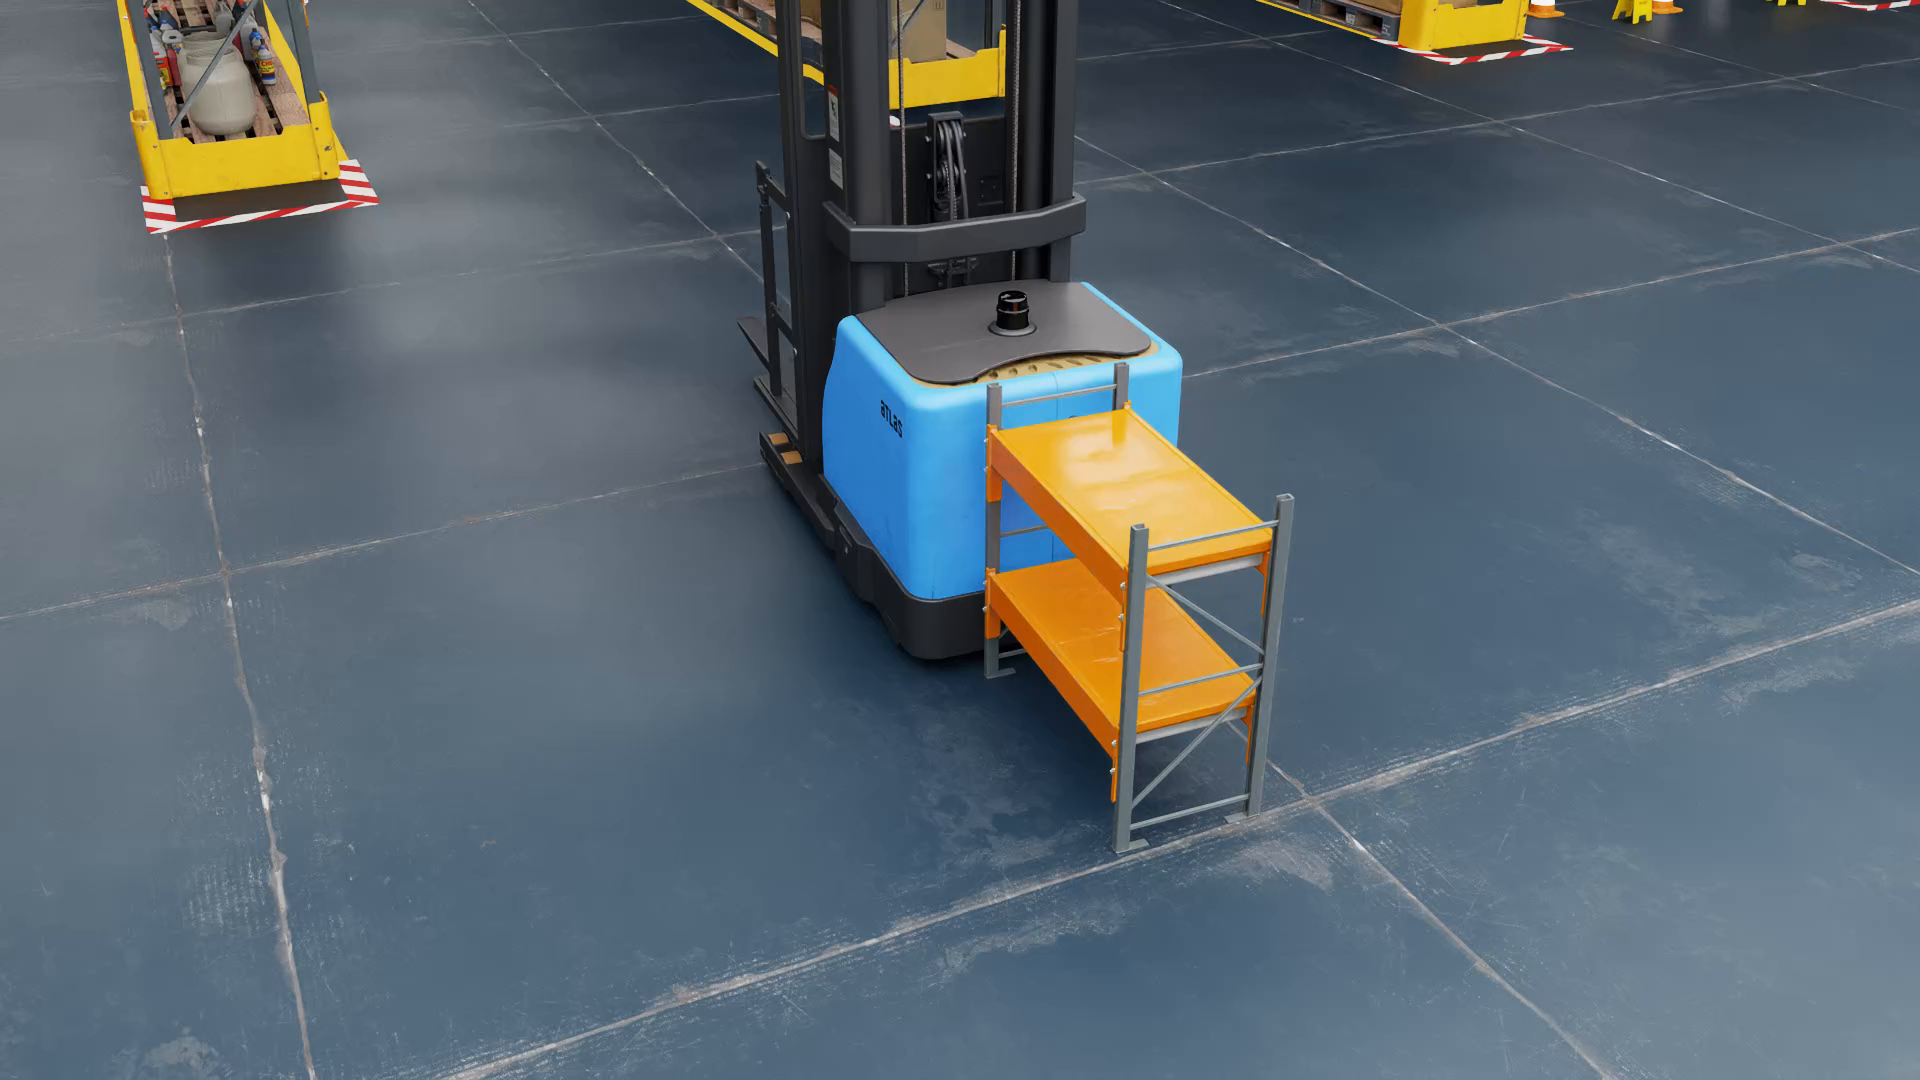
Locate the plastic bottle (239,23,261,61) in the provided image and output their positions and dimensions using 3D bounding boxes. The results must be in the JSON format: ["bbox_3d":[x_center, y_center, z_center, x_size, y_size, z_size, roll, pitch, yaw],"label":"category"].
[{"bbox_3d":[-5.524,-3.892,12.959,0.152,0.276,0.135,-12,32,-21],"label":"plastic bottle"}]

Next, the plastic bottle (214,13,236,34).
[{"bbox_3d":[-5.852,-4.065,13.267,0.152,0.276,0.135,-13,32,-22],"label":"plastic bottle"}]

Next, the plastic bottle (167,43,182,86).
[{"bbox_3d":[-5.803,-3.511,12.272,0.061,0.283,0.133,-13,32,-22],"label":"plastic bottle"}]

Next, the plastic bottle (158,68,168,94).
[{"bbox_3d":[-5.815,-3.336,12.043,0.097,0.201,0.097,0,29,0],"label":"plastic bottle"}]

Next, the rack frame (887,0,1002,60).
[{"bbox_3d":[-0.157,-4.685,12.038,1.000,3.000,0.127,-13,32,-22],"label":"rack frame"}]

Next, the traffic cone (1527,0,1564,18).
[{"bbox_3d":[5.420,-5.108,15.386,0.336,0.463,0.334,-13,32,-22],"label":"traffic cone"}]

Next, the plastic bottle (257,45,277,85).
[{"bbox_3d":[-5.128,-3.513,12.288,0.097,0.271,0.097,0,29,0],"label":"plastic bottle"}]

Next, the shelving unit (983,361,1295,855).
[{"bbox_3d":[0.511,0.181,5.277,0.538,1.125,1.048,-11,31,-19],"label":"shelving unit"}]

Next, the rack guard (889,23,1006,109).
[{"bbox_3d":[-0.190,-3.628,12.710,1.175,0.500,0.348,-13,32,-22],"label":"rack guard"}]

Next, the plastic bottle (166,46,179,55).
[{"bbox_3d":[-5.943,-3.631,12.570,0.097,0.201,0.097,0,29,0],"label":"plastic bottle"}]

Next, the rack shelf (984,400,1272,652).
[{"bbox_3d":[0.511,-0.074,5.134,0.538,0.278,1.000,-11,31,-19],"label":"rack shelf"}]

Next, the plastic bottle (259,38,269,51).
[{"bbox_3d":[-5.208,-3.622,12.471,0.061,0.283,0.133,-13,32,-21],"label":"plastic bottle"}]

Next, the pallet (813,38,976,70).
[{"bbox_3d":[-0.507,-3.869,13.433,1.003,0.211,1.213,-13,32,-22],"label":"pallet"}]

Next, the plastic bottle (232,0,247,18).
[{"bbox_3d":[-5.811,-4.225,13.476,0.144,0.351,0.185,-14,32,-23],"label":"plastic bottle"}]

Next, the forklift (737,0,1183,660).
[{"bbox_3d":[-0.230,-1.561,6.537,1.130,2.935,3.031,-11,31,-19],"label":"forklift"}]

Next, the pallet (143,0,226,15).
[{"bbox_3d":[-7.248,-5.074,15.583,1.003,0.211,1.213,-13,32,-22],"label":"pallet"}]

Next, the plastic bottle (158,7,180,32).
[{"bbox_3d":[-6.246,-4.035,13.138,0.144,0.351,0.185,-13,32,-22],"label":"plastic bottle"}]

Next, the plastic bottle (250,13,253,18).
[{"bbox_3d":[-5.621,-4.047,13.228,0.061,0.283,0.133,-11,31,-19],"label":"plastic bottle"}]

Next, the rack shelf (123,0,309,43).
[{"bbox_3d":[-5.489,-4.215,11.935,1.077,0.370,4.000,-13,32,-22],"label":"rack shelf"}]

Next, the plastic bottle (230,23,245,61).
[{"bbox_3d":[-5.620,-3.873,12.917,0.061,0.283,0.133,-13,32,-22],"label":"plastic bottle"}]

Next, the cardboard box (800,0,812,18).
[{"bbox_3d":[-1.149,-4.851,14.460,0.500,0.500,0.500,-16,33,-26],"label":"cardboard box"}]

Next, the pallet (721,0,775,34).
[{"bbox_3d":[-1.554,-4.947,15.356,1.003,0.211,1.213,-13,32,-22],"label":"pallet"}]

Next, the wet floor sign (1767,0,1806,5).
[{"bbox_3d":[7.908,-5.430,15.775,0.267,0.644,0.232,-3,29,-5],"label":"wet floor sign"}]

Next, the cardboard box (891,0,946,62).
[{"bbox_3d":[-0.410,-4.057,13.045,0.500,0.500,0.500,-7,30,-13],"label":"cardboard box"}]

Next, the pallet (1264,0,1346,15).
[{"bbox_3d":[3.432,-5.341,16.058,1.003,0.211,1.213,-13,32,-22],"label":"pallet"}]

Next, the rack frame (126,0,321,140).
[{"bbox_3d":[-4.631,-3.645,10.184,1.000,3.000,0.127,-13,32,-22],"label":"rack frame"}]

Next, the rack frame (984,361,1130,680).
[{"bbox_3d":[0.322,-0.050,5.688,0.500,1.125,0.032,-11,31,-19],"label":"rack frame"}]

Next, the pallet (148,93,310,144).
[{"bbox_3d":[-5.050,-2.813,11.550,1.003,0.211,1.213,-13,32,-22],"label":"pallet"}]

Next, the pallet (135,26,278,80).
[{"bbox_3d":[-6.097,-3.890,13.472,1.003,0.211,1.213,-13,32,-22],"label":"pallet"}]

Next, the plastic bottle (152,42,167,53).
[{"bbox_3d":[-5.958,-3.547,12.343,0.152,0.276,0.135,-14,32,-23],"label":"plastic bottle"}]

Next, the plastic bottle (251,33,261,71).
[{"bbox_3d":[-5.318,-3.709,12.637,0.097,0.271,0.097,0,29,0],"label":"plastic bottle"}]

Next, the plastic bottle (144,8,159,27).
[{"bbox_3d":[-6.376,-4.005,13.084,0.144,0.351,0.185,-12,32,-21],"label":"plastic bottle"}]

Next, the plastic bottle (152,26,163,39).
[{"bbox_3d":[-6.198,-3.830,12.853,0.097,0.271,0.097,0,29,0],"label":"plastic bottle"}]

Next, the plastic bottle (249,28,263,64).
[{"bbox_3d":[-5.405,-3.798,12.797,0.097,0.271,0.097,0,29,0],"label":"plastic bottle"}]

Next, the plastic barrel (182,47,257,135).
[{"bbox_3d":[-4.982,-3.018,11.179,0.421,0.512,0.421,0,29,0],"label":"plastic barrel"}]

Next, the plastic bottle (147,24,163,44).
[{"bbox_3d":[-6.113,-3.734,12.600,0.144,0.351,0.185,-13,32,-22],"label":"plastic bottle"}]
